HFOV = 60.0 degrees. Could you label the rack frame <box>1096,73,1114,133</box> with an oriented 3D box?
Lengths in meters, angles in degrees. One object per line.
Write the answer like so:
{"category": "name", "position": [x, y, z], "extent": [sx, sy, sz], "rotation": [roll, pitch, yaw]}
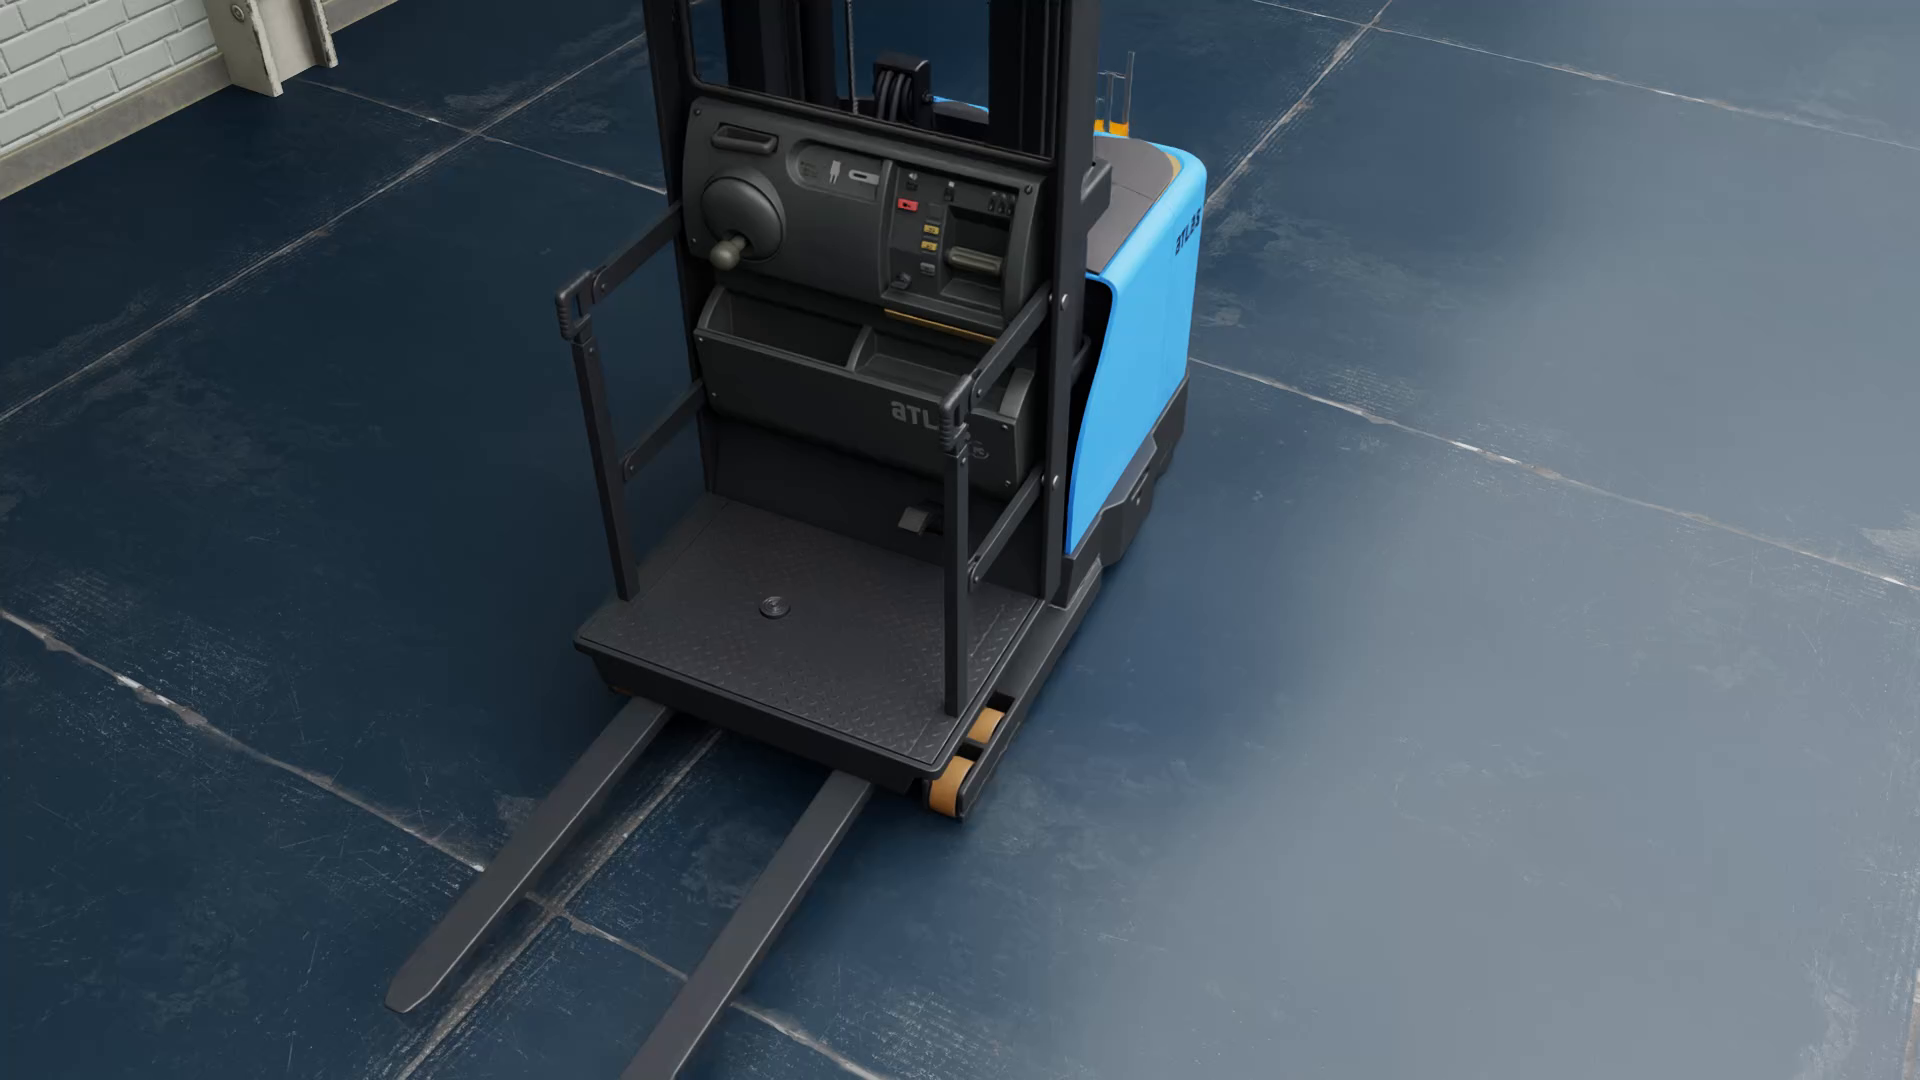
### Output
{"category": "rack frame", "position": [0.344, -0.972, 5.434], "extent": [0.240, 1.200, 0.006], "rotation": [16, 41, 18]}

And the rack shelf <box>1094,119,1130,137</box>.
{"category": "rack shelf", "position": [0.387, -1.269, 5.301], "extent": [0.258, 0.103, 0.180], "rotation": [16, 41, 18]}

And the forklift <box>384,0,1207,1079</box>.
{"category": "forklift", "position": [-0.342, -0.699, 3.826], "extent": [1.130, 2.935, 3.031], "rotation": [17, 44, 19]}

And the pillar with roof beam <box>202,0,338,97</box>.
{"category": "pillar with roof beam", "position": [0.591, -4.121, 3.121], "extent": [9.100, 9.000, 0.400], "rotation": [21, 45, 22]}

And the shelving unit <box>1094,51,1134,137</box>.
{"category": "shelving unit", "position": [0.381, -1.024, 5.500], "extent": [0.258, 1.200, 0.189], "rotation": [16, 41, 18]}

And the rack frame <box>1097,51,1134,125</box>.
{"category": "rack frame", "position": [0.419, -1.077, 5.565], "extent": [0.240, 1.200, 0.006], "rotation": [16, 41, 18]}
